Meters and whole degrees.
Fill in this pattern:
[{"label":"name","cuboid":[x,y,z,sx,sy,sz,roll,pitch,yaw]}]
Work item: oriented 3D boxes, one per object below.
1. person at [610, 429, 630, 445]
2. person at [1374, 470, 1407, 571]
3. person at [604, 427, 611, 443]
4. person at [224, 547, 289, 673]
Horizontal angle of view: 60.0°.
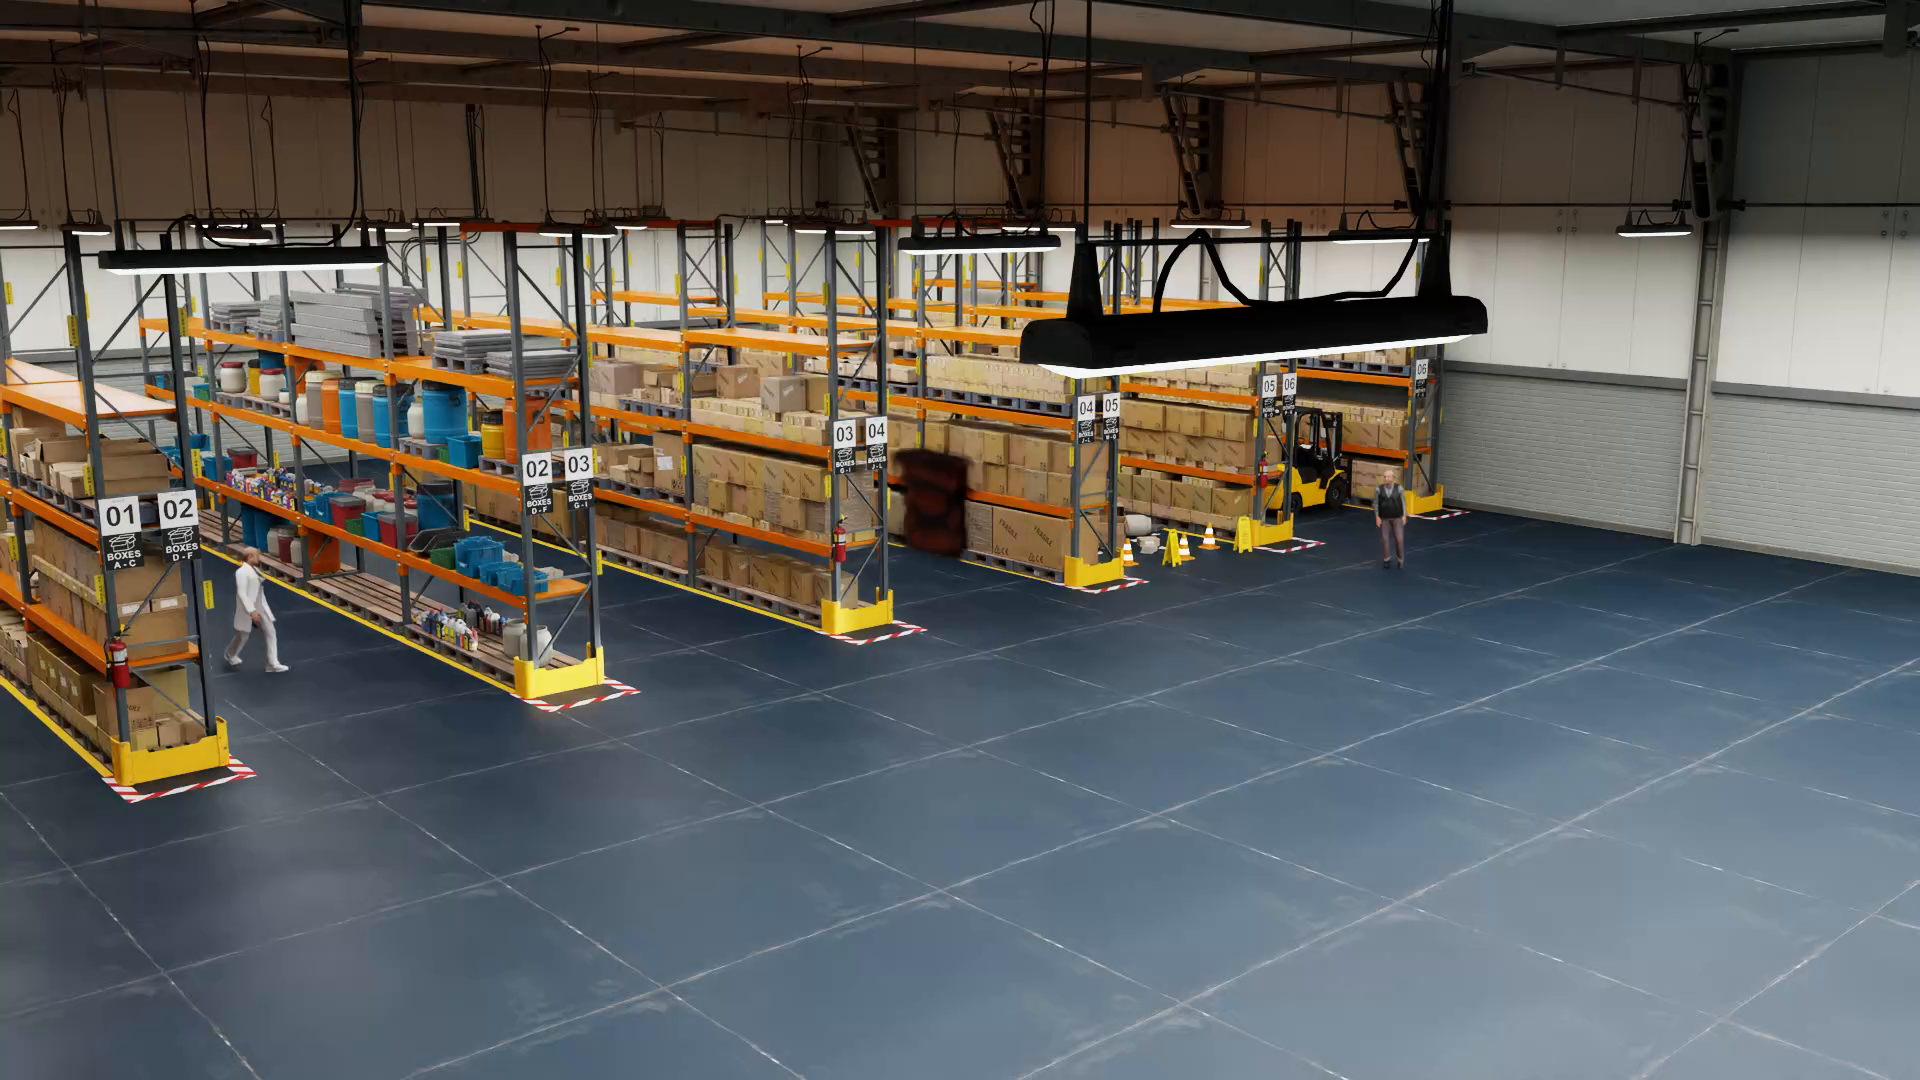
[{"label":"person","cuboid":[-8.499,-2.811,41.657,0.564,1.673,0.517,-1,11,-5]},{"label":"person","cuboid":[7.590,-0.352,29.311,0.617,1.759,0.387,4,12,17]},{"label":"person","cuboid":[-9.267,-3.276,43.770,0.464,1.669,0.422,1,12,7]},{"label":"person","cuboid":[-9.727,0.953,22.790,1.085,1.736,0.528,8,14,35]}]
